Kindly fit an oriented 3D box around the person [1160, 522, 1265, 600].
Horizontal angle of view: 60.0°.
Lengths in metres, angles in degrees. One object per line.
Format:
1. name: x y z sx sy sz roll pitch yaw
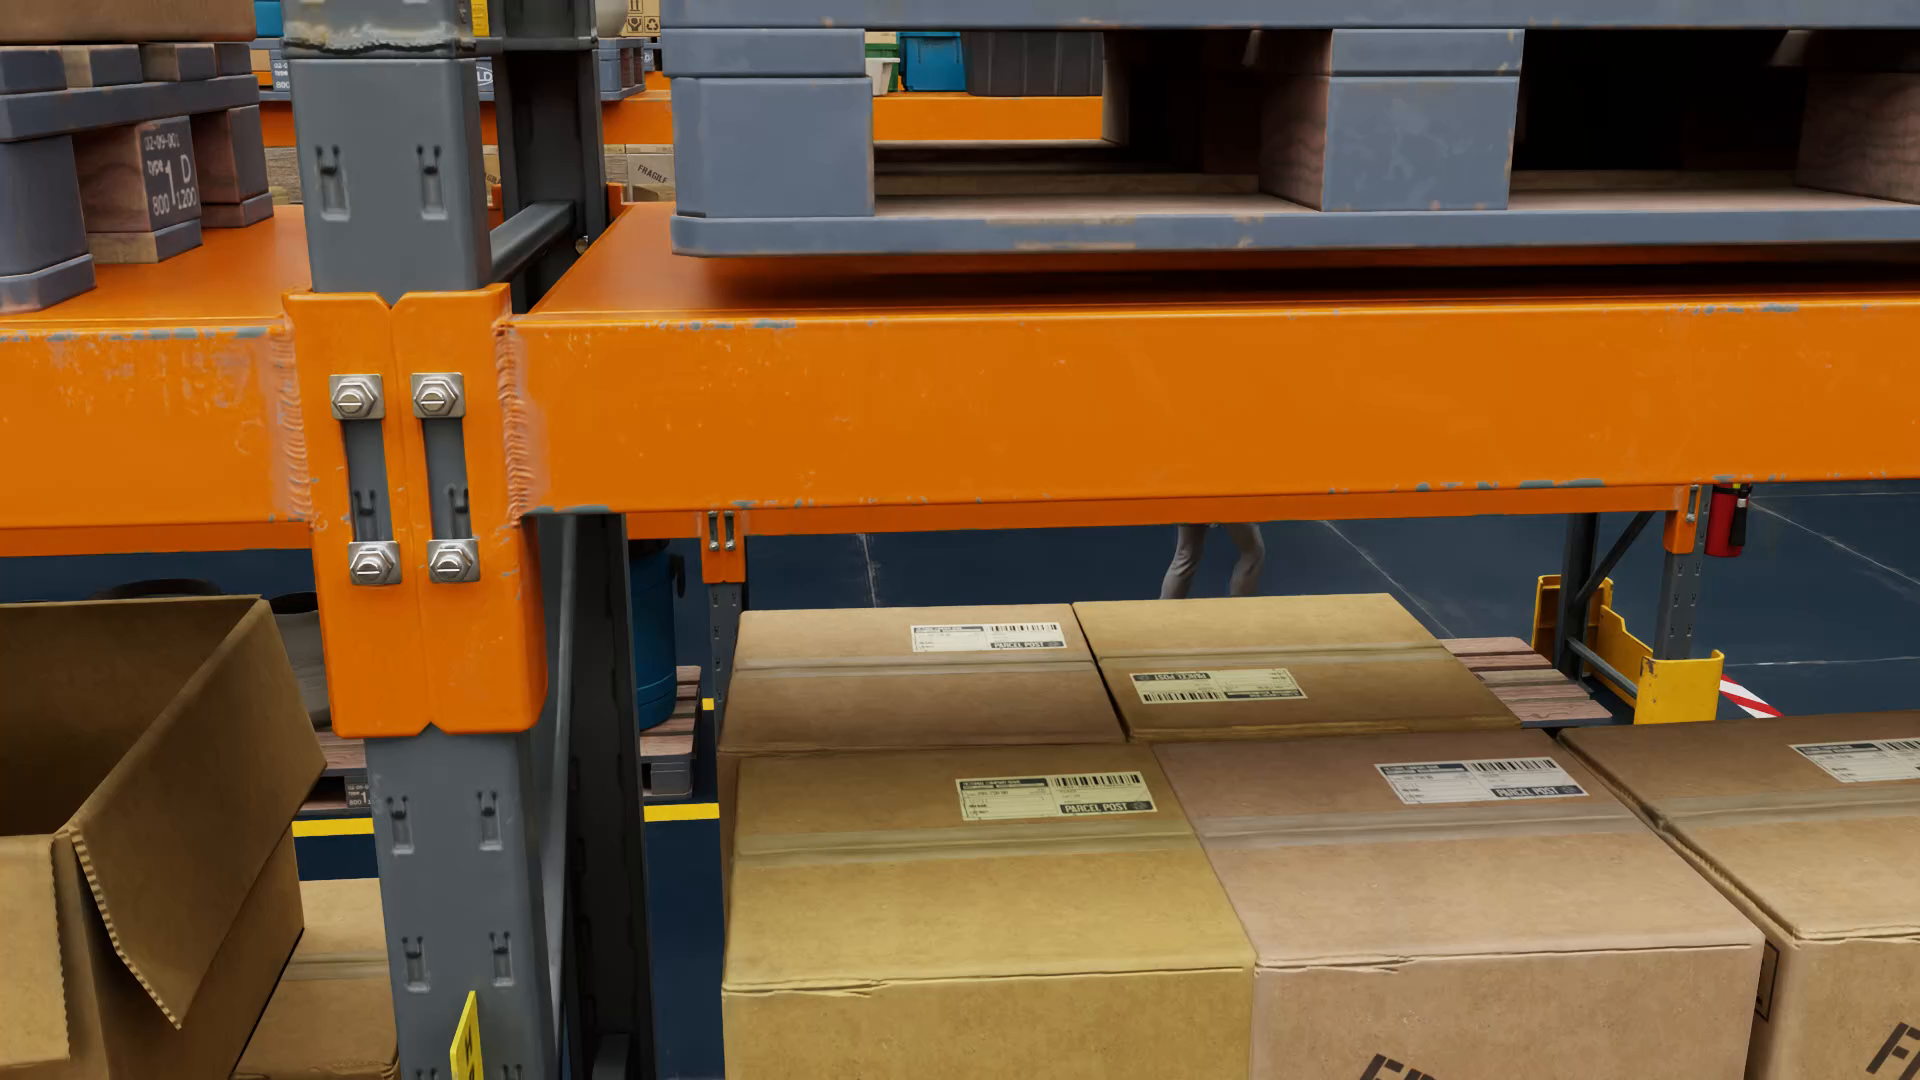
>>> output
1. person: 1.275 -0.242 8.345 0.590 1.745 0.496 -8 19 -26
